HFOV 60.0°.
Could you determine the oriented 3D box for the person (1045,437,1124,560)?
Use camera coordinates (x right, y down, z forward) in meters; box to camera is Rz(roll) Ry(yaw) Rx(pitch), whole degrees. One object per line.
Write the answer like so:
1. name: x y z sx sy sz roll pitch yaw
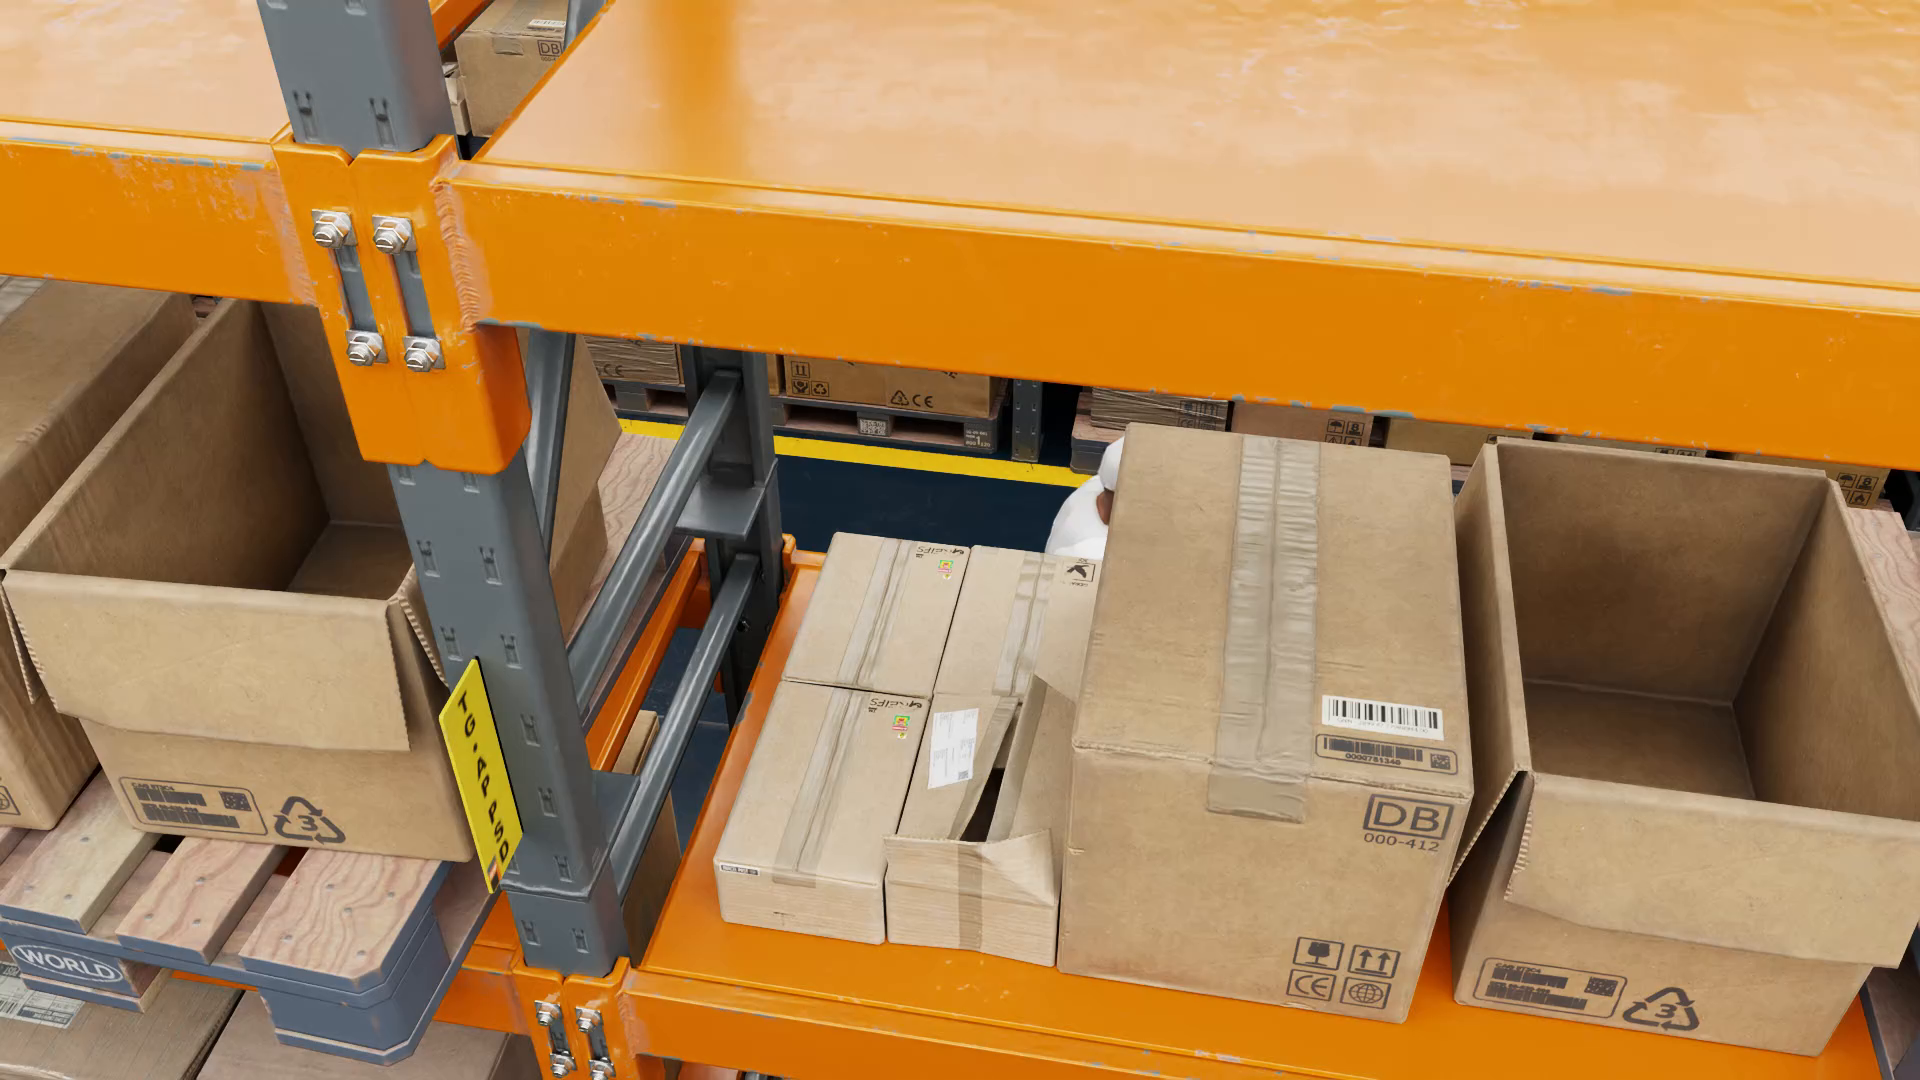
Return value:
1. person: 0.481 0.381 5.696 0.446 1.775 0.617 7 41 8
